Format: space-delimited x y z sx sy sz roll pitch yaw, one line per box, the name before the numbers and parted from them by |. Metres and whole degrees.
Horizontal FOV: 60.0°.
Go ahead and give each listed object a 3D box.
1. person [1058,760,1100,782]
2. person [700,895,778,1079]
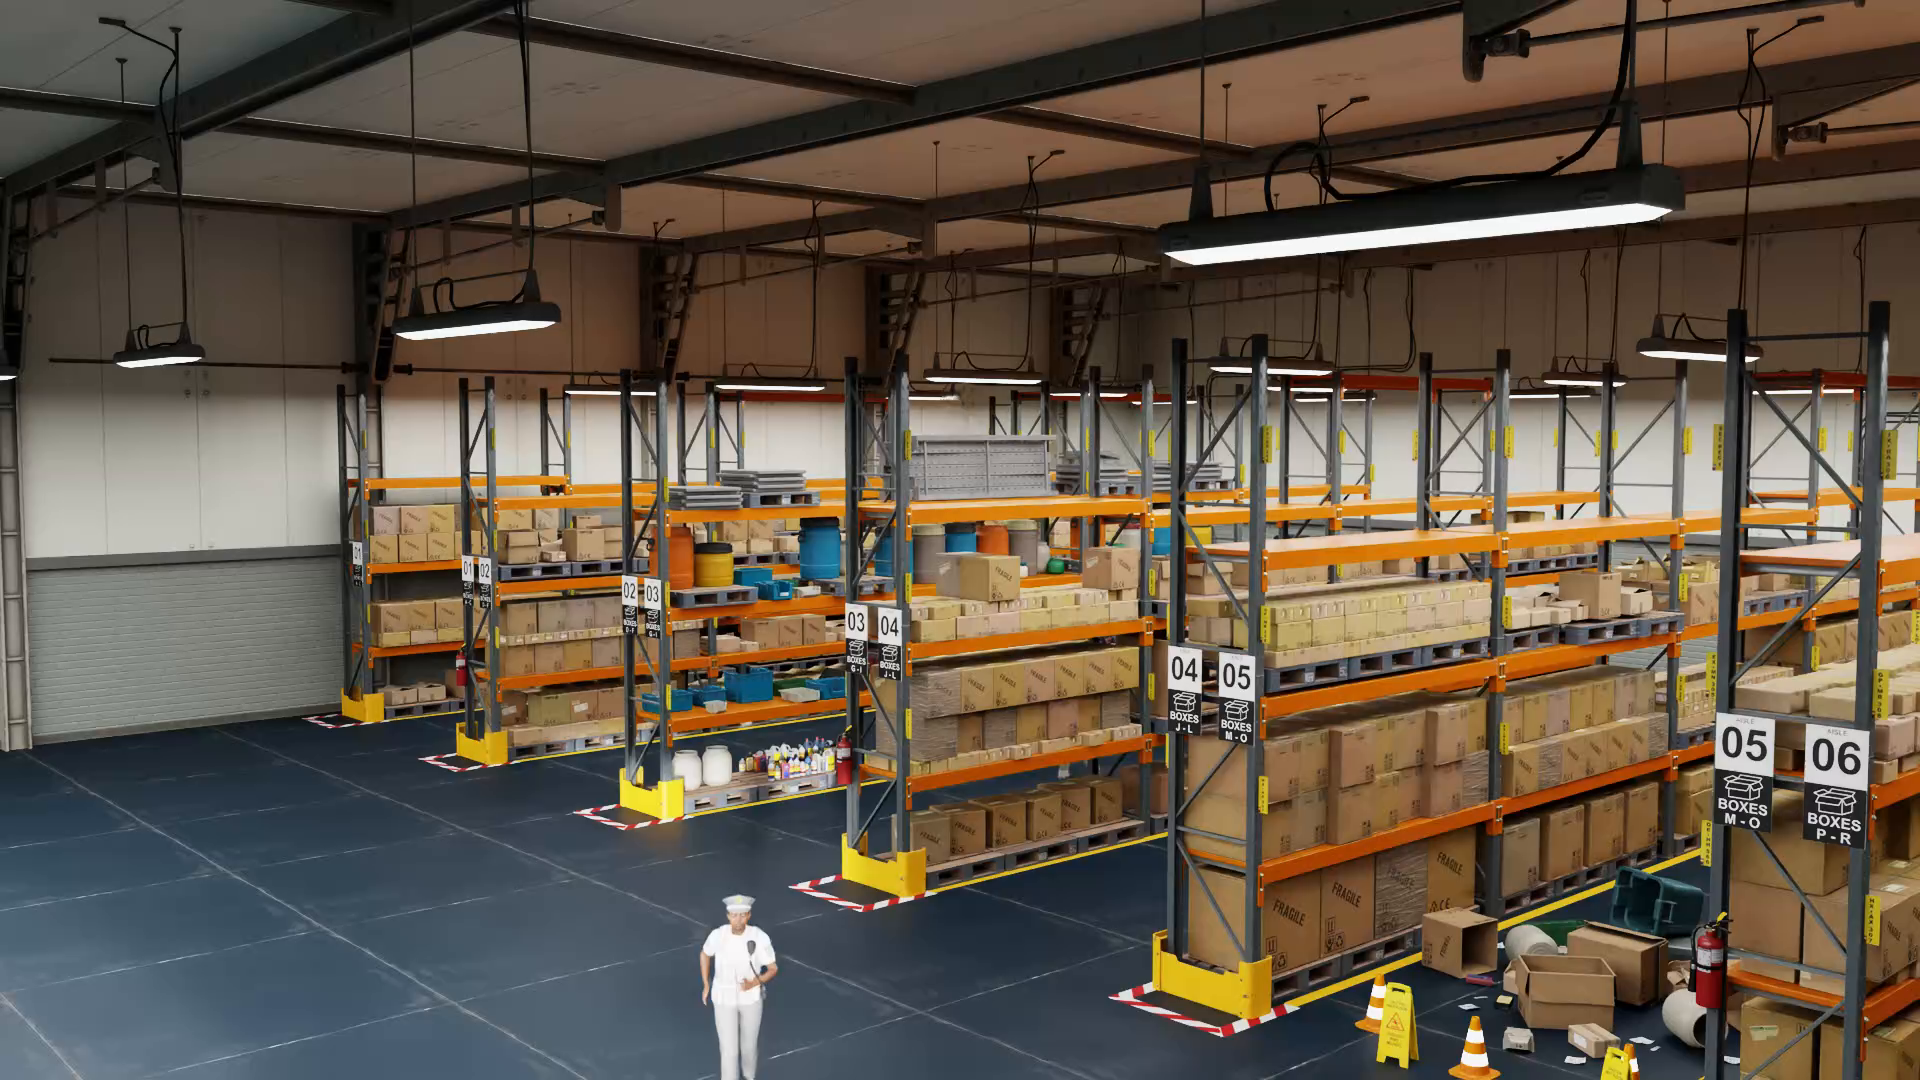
person | 1.651 2.727 23.310 0.652 1.838 0.836 4 5 44
person | -1.662 3.482 12.499 0.586 1.694 0.847 0 4 -7
